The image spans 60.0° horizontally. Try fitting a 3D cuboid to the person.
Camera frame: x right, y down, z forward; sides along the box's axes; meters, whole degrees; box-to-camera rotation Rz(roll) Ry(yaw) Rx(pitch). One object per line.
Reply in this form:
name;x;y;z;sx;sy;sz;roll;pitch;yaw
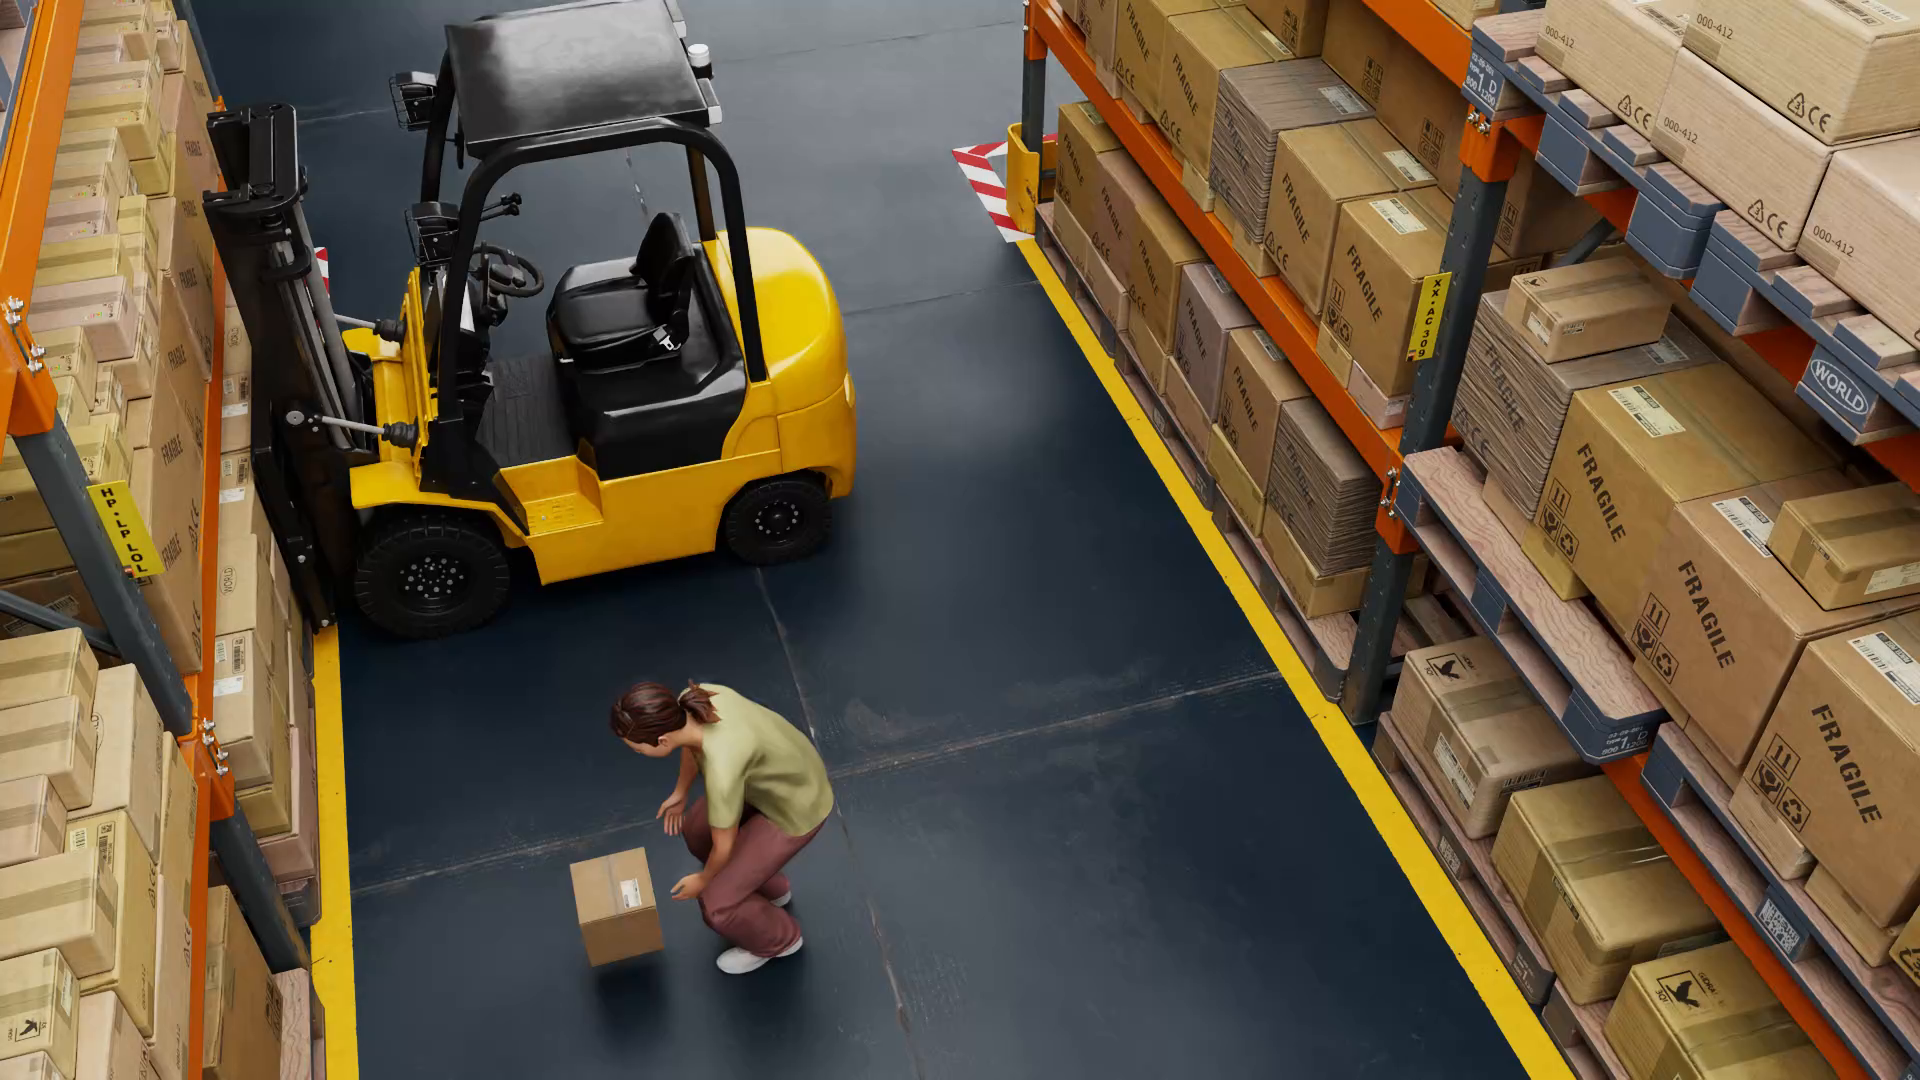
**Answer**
person;-0.732;0.905;5.406;0.649;1.363;0.511;-12;44;-13
